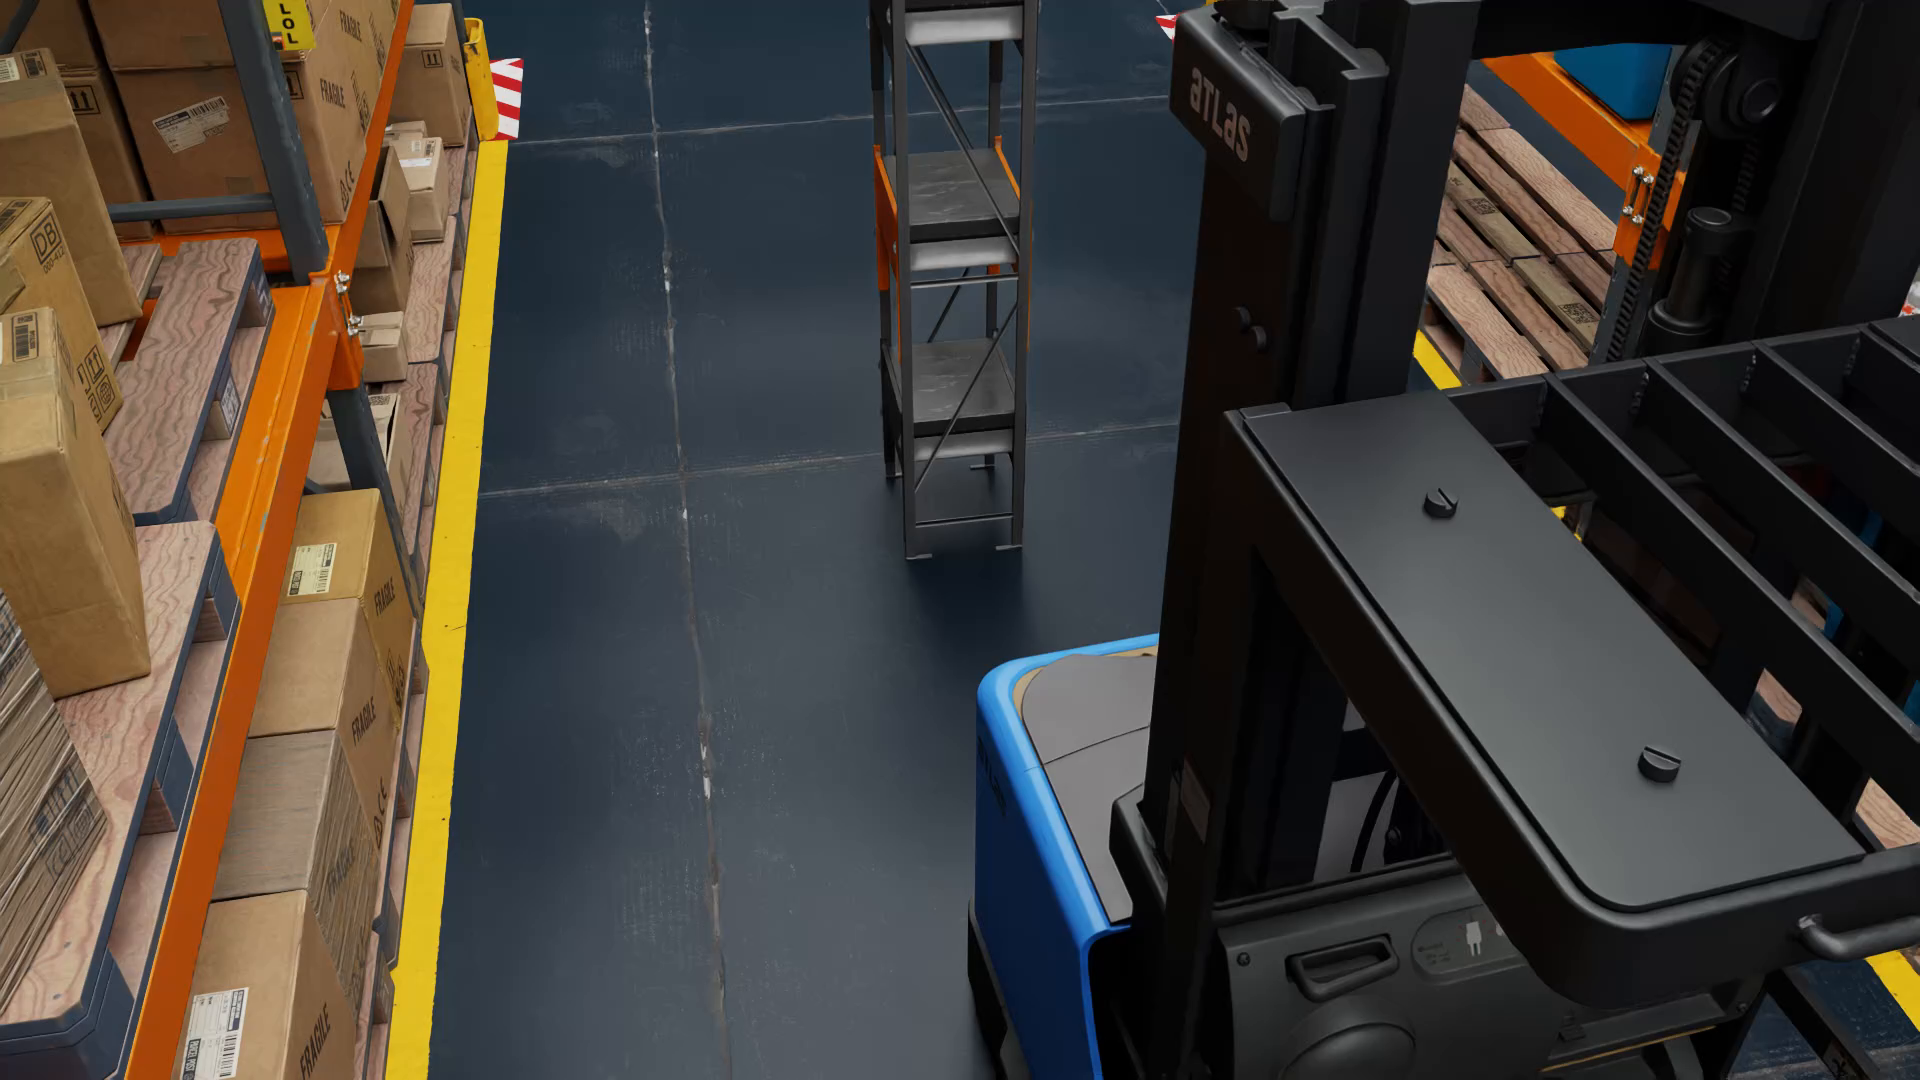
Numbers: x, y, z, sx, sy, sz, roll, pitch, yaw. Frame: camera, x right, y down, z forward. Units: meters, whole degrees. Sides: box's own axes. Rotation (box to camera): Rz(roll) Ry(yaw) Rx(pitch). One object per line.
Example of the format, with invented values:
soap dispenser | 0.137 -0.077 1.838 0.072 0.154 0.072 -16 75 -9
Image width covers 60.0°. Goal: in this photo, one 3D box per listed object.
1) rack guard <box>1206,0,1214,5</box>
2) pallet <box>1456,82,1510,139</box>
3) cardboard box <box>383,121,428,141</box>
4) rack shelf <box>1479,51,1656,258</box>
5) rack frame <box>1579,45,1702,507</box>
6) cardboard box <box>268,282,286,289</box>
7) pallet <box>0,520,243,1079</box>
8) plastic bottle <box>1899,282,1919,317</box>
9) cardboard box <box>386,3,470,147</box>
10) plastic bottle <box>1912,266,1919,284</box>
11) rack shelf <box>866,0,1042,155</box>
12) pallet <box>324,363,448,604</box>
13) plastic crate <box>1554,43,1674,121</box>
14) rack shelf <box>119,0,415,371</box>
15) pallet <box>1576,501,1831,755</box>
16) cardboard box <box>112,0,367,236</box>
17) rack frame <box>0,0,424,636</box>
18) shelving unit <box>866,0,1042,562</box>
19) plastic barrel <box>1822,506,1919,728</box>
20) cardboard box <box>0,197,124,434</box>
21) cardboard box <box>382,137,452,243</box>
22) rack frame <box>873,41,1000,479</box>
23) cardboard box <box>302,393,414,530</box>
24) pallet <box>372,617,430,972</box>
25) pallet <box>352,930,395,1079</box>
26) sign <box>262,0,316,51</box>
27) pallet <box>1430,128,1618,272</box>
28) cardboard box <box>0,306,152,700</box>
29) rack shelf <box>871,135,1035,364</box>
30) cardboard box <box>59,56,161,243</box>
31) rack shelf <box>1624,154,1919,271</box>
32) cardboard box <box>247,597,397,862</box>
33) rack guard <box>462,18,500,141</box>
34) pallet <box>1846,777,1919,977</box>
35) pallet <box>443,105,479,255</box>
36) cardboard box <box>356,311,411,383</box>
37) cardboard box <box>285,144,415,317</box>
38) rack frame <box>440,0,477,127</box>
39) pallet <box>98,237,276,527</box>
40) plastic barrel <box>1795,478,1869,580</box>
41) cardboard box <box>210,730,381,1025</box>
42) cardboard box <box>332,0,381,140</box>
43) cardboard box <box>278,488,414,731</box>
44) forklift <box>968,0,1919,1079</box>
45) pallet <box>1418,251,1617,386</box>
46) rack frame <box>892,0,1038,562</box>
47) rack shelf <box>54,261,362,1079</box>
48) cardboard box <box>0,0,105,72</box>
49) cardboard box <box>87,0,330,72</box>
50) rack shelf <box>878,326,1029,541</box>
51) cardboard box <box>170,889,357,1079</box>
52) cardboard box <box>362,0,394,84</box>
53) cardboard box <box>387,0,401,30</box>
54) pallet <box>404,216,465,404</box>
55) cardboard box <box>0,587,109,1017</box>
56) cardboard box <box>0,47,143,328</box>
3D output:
rack guard | 1.922 -2.831 8.987 1.175 0.500 0.348 -6 38 -8
pallet | 2.045 -2.202 8.412 1.003 0.211 1.213 -6 38 -8
cardboard box | -2.618 -1.773 7.539 0.380 0.166 0.250 -6 38 -8
rack shelf | 2.290 -2.313 6.869 1.077 0.370 4.000 -6 38 -8
rack frame | 2.640 -1.389 5.093 1.000 3.000 0.127 -6 38 -8
cardboard box | -2.748 -0.737 6.087 0.500 0.311 0.500 -6 38 -8
pallet | -1.881 0.459 2.871 1.003 0.211 1.213 -6 38 -8
plastic bottle | 2.438 -0.579 4.212 0.097 0.201 0.097 0 38 0
cardboard box | -2.601 -2.160 7.764 0.500 0.500 0.500 -6 38 -8
plastic bottle | 2.421 -0.638 4.288 0.097 0.201 0.097 0 38 0
rack shelf | -0.029 -1.471 4.813 0.431 0.518 0.480 -6 38 -8
pallet | -2.357 -0.172 5.800 1.003 0.211 1.213 -6 38 -8
plastic crate | 2.223 -1.652 5.396 0.392 0.384 0.575 -6 38 -8
rack shelf | -2.588 -1.783 6.186 1.077 0.370 4.000 -6 38 -8
pallet | 2.734 0.182 5.343 1.003 0.211 1.213 -6 38 -8
cardboard box | -2.058 -1.235 4.814 0.500 0.500 0.500 -5 38 -7
rack frame | -2.237 -0.859 4.411 1.000 3.000 0.127 -6 38 -8
shelving unit | -0.029 -0.929 5.235 0.431 2.100 0.503 -6 38 -8
plastic barrel | 2.843 0.032 4.632 0.600 0.901 0.708 -6 38 -8
cardboard box | -2.191 -0.345 3.326 0.700 0.500 0.500 -1 38 -1
cardboard box | -2.464 -1.484 7.098 0.500 0.250 0.500 -6 38 -8
rack frame | -0.072 -1.077 5.424 0.400 2.100 0.015 -6 38 -8
cardboard box | -2.098 -0.248 5.457 0.500 0.311 0.500 -6 38 -8
pallet | -2.057 0.730 4.639 1.003 0.211 1.213 -6 38 -8
pallet | -1.840 1.468 3.688 1.003 0.211 1.213 -6 38 -8
sign | -1.691 -1.378 4.135 0.100 0.325 0.005 -6 38 -8
pallet | 2.256 -1.467 7.466 1.003 0.211 1.213 -6 38 -8
cardboard box | -1.867 -0.004 2.886 0.700 0.500 0.500 -16 41 -19
rack shelf | -0.029 -0.918 5.243 0.431 0.518 0.480 -6 38 -8
cardboard box | -2.577 -1.173 4.733 0.500 0.500 0.500 -6 38 -7
rack shelf | 2.991 0.103 3.759 1.077 0.370 4.000 -6 38 -8
cardboard box | -1.790 0.521 4.313 0.500 0.500 0.500 -6 38 -8
rack guard | -2.925 -2.242 8.228 1.175 0.500 0.348 -6 38 -8
pallet | 2.952 0.921 4.393 1.003 0.211 1.213 -6 38 -8
pallet | -2.784 -1.646 7.697 1.003 0.211 1.213 -6 38 -8
cardboard box | -2.259 -0.712 6.172 0.380 0.166 0.250 -6 38 -8
cardboard box | -2.572 -1.181 6.501 0.797 0.503 0.637 -6 38 -8
rack frame | -2.938 -3.275 7.520 1.000 3.000 0.127 -6 38 -8
pallet | -2.204 -0.289 3.833 1.003 0.211 1.213 -6 38 -8
plastic barrel | 2.719 -0.396 5.183 0.600 0.901 0.708 -6 38 -8
cardboard box | -1.703 0.824 3.923 0.500 0.500 0.500 -6 38 -7
cardboard box | -2.151 -1.544 5.211 0.500 0.500 0.500 -6 38 -7
cardboard box | -1.868 0.222 4.698 0.500 0.500 0.500 -6 38 -8
forklift | 0.899 0.759 2.384 1.130 2.935 3.031 -9 39 -12
pallet | 2.473 -0.728 6.515 1.003 0.211 1.213 -6 38 -8
rack frame | 0.014 -0.782 5.045 0.400 2.100 0.015 -6 38 -8
rack shelf | -1.886 0.633 3.076 1.077 0.370 4.000 -6 38 -8
cardboard box | -2.581 -1.571 4.430 0.500 0.500 0.500 -6 38 -8
cardboard box | -2.043 -1.608 4.478 0.500 0.500 0.500 -5 38 -7
rack shelf | -0.029 -0.366 5.672 0.431 0.518 0.480 -6 38 -8
cardboard box | -1.611 1.131 3.528 0.500 0.500 0.500 -7 38 -9
cardboard box | -2.237 -1.847 5.601 0.500 0.500 0.500 -6 38 -8
cardboard box | -2.327 -2.154 5.996 0.500 0.500 0.500 -7 38 -9
pallet | -2.574 -0.911 6.751 1.003 0.211 1.213 -6 38 -8
cardboard box | -1.730 0.411 2.353 0.700 0.500 0.500 0 38 1
cardboard box | -2.374 -0.754 3.852 0.700 0.500 0.500 -19 42 -23
